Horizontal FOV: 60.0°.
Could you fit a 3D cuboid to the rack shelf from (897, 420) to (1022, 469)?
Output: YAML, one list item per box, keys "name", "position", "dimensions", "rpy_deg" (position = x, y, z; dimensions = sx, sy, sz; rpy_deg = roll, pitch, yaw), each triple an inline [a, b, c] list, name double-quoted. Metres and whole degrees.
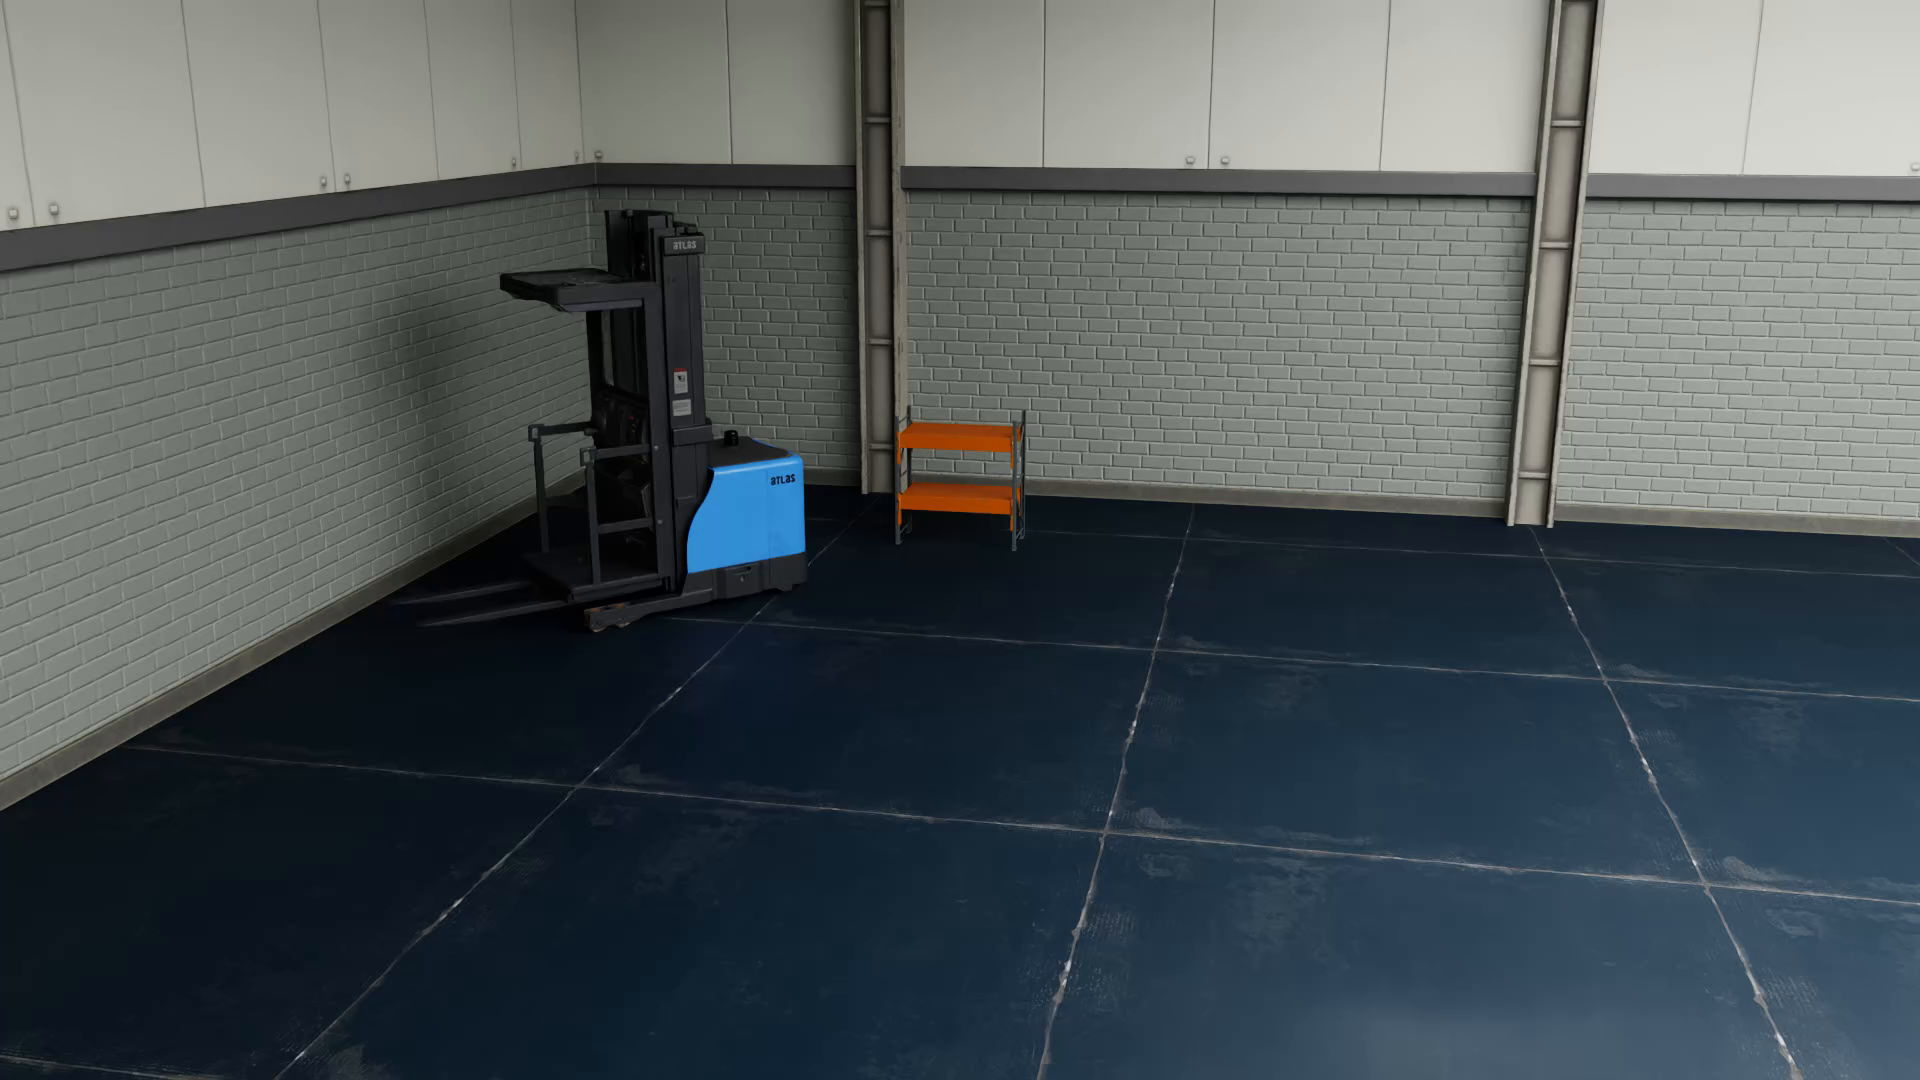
- name: "rack shelf"
  position: [0.007, -0.824, 14.262]
  dimensions: [1.000, 0.278, 0.538]
  rpy_deg: [3, 16, 11]

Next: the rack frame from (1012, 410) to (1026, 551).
- name: "rack frame"
  position: [0.505, -0.515, 14.243]
  dimensions: [0.032, 1.125, 0.500]
  rpy_deg: [3, 16, 11]

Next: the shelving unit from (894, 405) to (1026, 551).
- name: "shelving unit"
  position: [0.007, -0.542, 14.341]
  dimensions: [1.048, 1.125, 0.538]
  rpy_deg: [3, 16, 11]

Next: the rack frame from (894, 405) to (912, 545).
- name: "rack frame"
  position: [-0.492, -0.569, 14.438]
  dimensions: [0.032, 1.125, 0.500]
  rpy_deg: [3, 16, 11]

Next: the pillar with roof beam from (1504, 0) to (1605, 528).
- name: "pillar with roof beam"
  position: [4.289, -3.370, 9.802]
  dimensions: [0.400, 9.000, 9.100]
  rpy_deg: [3, 16, 11]

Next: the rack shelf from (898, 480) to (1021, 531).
- name: "rack shelf"
  position: [0.007, -0.306, 14.406]
  dimensions: [1.000, 0.278, 0.538]
  rpy_deg: [3, 16, 11]

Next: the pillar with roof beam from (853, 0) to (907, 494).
- name: "pillar with roof beam"
  position: [-1.591, -3.689, 10.954]
  dimensions: [0.400, 9.000, 9.100]
  rpy_deg: [3, 16, 11]

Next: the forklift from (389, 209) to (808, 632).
- name: "forklift"
  position: [-2.698, -0.906, 12.271]
  dimensions: [3.031, 2.935, 1.130]
  rpy_deg: [-11, 19, -33]
